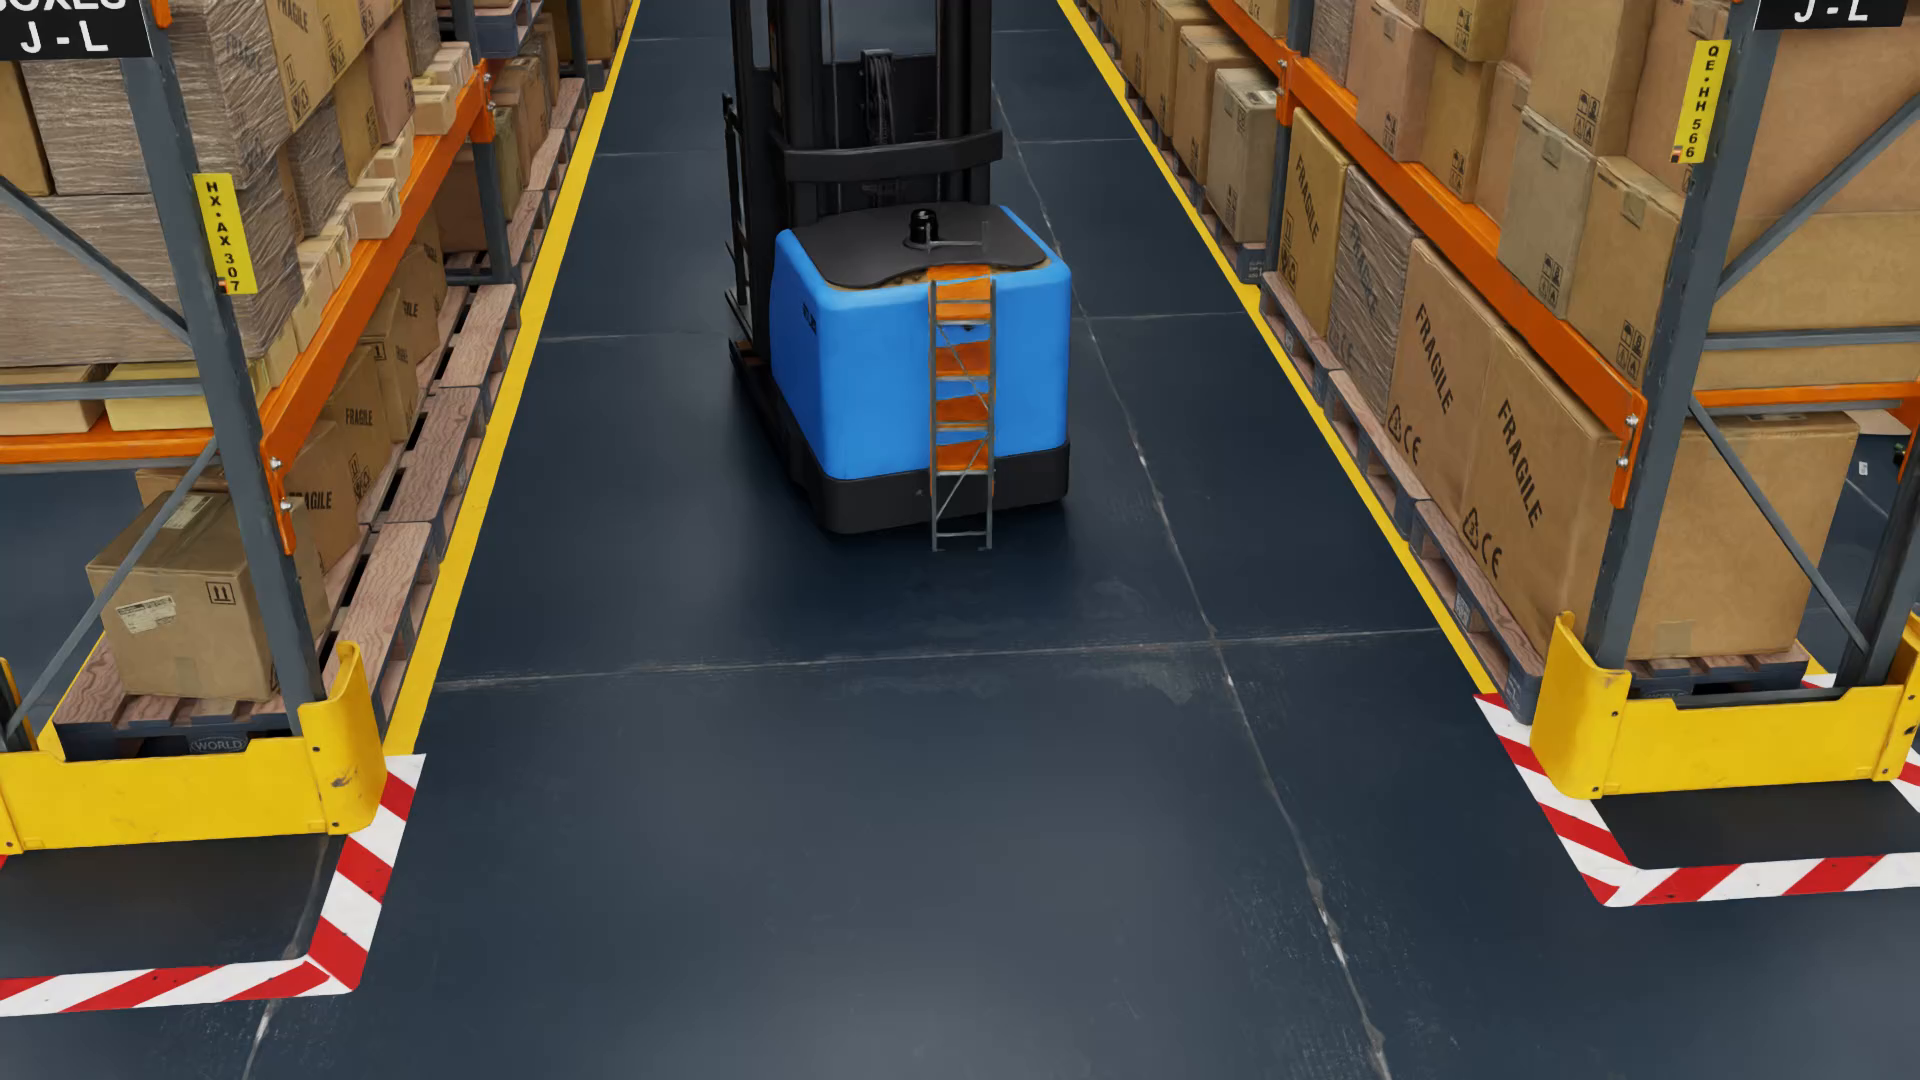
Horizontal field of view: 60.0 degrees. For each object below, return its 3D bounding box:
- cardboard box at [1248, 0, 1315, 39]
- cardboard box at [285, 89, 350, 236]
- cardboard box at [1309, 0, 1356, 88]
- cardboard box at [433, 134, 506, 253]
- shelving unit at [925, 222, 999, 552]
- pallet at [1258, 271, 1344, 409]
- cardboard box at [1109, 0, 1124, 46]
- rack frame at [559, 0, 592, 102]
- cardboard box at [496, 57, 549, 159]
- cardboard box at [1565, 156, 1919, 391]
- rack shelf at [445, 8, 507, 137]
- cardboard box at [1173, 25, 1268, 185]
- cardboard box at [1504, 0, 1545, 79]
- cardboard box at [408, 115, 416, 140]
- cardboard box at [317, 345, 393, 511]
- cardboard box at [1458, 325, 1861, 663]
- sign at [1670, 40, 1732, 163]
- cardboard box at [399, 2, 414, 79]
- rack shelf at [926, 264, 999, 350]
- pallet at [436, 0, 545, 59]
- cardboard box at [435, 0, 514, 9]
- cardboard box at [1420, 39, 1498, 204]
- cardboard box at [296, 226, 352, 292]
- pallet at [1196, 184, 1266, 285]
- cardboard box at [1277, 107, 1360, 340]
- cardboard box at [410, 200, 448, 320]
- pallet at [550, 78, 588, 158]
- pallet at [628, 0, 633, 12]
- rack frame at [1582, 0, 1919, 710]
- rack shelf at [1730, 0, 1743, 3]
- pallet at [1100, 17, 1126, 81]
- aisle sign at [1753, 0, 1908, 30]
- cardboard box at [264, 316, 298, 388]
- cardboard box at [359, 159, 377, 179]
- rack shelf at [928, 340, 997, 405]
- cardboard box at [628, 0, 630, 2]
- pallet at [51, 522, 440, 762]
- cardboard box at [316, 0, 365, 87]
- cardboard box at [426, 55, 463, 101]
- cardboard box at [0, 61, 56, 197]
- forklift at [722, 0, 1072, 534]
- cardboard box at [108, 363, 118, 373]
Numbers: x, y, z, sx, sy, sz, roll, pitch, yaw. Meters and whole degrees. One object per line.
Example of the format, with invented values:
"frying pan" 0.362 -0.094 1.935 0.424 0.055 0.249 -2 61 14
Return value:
"cardboard box" 1.816 -2.917 8.611 0.500 0.500 0.500 -3 31 -5
"cardboard box" -2.637 -1.352 5.700 0.875 0.500 0.500 -3 31 -5
"cardboard box" 2.177 -2.497 7.859 0.875 0.550 0.550 -3 31 -5
"cardboard box" -2.853 -1.864 8.955 0.700 0.500 0.500 -5 31 -8
"shelving unit" -0.003 -0.587 6.538 0.258 1.200 0.503 -2 35 -3
"pallet" 2.124 -1.031 8.270 1.003 0.211 1.213 -3 31 -5
"cardboard box" 1.436 -4.093 12.705 0.500 0.500 0.500 -3 31 -5
"rack frame" -3.190 -4.476 11.319 1.000 3.000 0.127 -3 31 -5
"cardboard box" -2.983 -2.679 10.319 0.700 0.500 0.500 0 31 0
"cardboard box" 2.425 -0.830 5.068 0.875 0.550 0.550 -3 31 -5
"rack shelf" -3.003 -3.146 9.794 1.077 0.370 4.000 -3 31 -5
"cardboard box" 1.897 -2.640 10.029 1.050 0.750 0.750 -3 31 -5
"cardboard box" 2.448 -1.866 5.750 0.875 0.550 0.550 -3 31 -5
"cardboard box" -2.500 -1.716 6.942 0.380 0.149 0.250 -3 31 -5
"cardboard box" -2.614 -0.443 6.594 0.500 0.500 0.500 0 31 0
"cardboard box" 2.376 -0.189 5.804 0.875 0.875 0.875 -3 31 -4
"sign" 1.963 -1.158 4.403 0.100 0.325 0.005 -3 31 -5
"cardboard box" -2.824 -2.115 6.978 0.875 0.500 0.500 -3 31 -5
"rack shelf" -0.001 -0.907 6.310 0.258 0.148 0.480 -2 35 -3
"pallet" -2.743 -2.749 8.614 1.003 0.211 1.213 -3 31 -5
"cardboard box" -2.751 -3.284 8.329 1.000 1.000 1.000 -3 31 -4
"cardboard box" 2.334 -1.670 6.474 0.875 0.550 0.500 -3 31 -5
"cardboard box" -2.305 -0.953 5.665 0.380 0.149 0.250 -3 31 -5
"pallet" 1.984 -1.813 9.580 1.003 0.211 1.213 -3 31 -5
"cardboard box" 2.120 -1.564 8.106 0.875 0.875 0.875 -2 31 -4
"cardboard box" -2.819 -1.335 8.088 0.500 0.500 0.500 -4 31 -6
"pallet" -3.119 -2.880 11.366 1.003 0.211 1.213 -3 31 -5
"pallet" -3.417 -4.931 14.800 1.003 0.211 1.213 -3 31 -5
"rack frame" 2.505 -0.578 4.793 1.000 3.000 0.127 -3 31 -5
"rack shelf" 2.318 -2.578 5.917 1.077 0.370 4.000 -3 31 -5
"pallet" 1.686 -3.864 13.014 1.003 0.211 1.213 -3 31 -5
"aisle sign" 2.213 -1.644 4.041 0.394 0.787 0.004 -3 31 -5
"cardboard box" -2.236 -0.570 5.024 0.380 0.149 0.250 -3 31 -5
"cardboard box" -2.431 -1.333 6.301 0.380 0.149 0.250 -3 31 -5
"rack shelf" -0.002 -0.714 6.447 0.258 0.148 0.480 -2 35 -3
"cardboard box" -3.400 -5.005 13.866 1.225 0.875 0.875 -4 31 -6
"pallet" -2.491 0.350 5.958 1.003 0.211 1.213 -3 31 -5
"cardboard box" -2.311 -1.797 5.470 0.500 0.500 0.500 -3 31 -5
"cardboard box" -2.490 -2.103 7.590 0.380 0.149 0.250 -3 31 -5
"cardboard box" -2.740 -1.261 4.573 0.500 0.500 0.500 -3 31 -5
"forklift" -0.486 -2.028 7.286 1.130 2.935 3.031 -9 32 -15
"cardboard box" -2.698 -0.547 4.986 0.380 0.149 0.250 -3 31 -5
